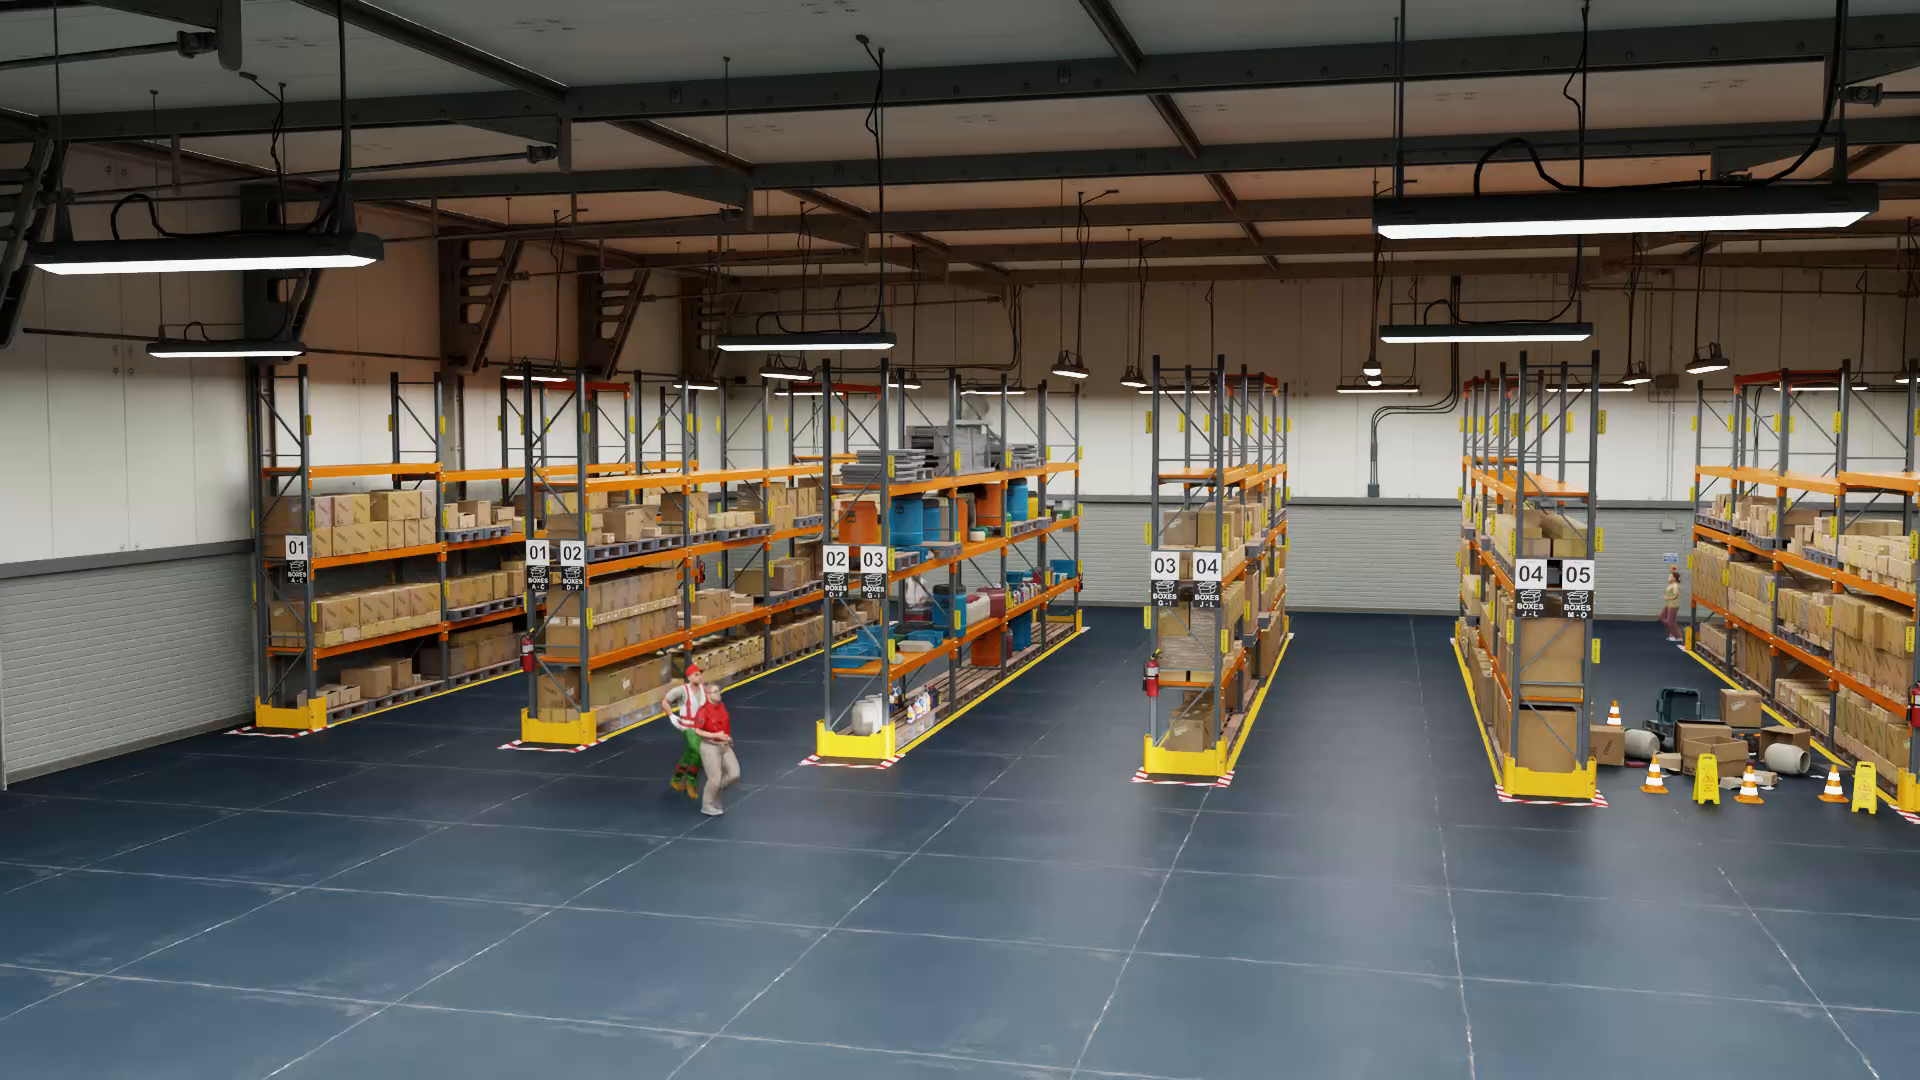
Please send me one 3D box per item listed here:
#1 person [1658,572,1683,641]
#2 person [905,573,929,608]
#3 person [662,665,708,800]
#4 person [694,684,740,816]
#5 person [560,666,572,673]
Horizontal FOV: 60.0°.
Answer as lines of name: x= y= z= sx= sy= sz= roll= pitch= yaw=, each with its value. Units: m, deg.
person: x=16.436 y=1.548 z=38.382 sx=0.549 sy=1.650 sz=0.567 roll=1 pitch=4 yaw=13
person: x=-1.043 y=1.464 z=38.869 sx=0.646 sy=1.726 sz=0.609 roll=0 pitch=4 yaw=2
person: x=-3.624 y=2.574 z=22.442 sx=0.792 sy=1.804 sz=0.636 roll=3 pitch=5 yaw=36
person: x=-3.071 y=2.686 z=21.268 sx=0.602 sy=1.688 sz=0.650 roll=3 pitch=5 yaw=34
person: x=-6.918 y=2.076 z=29.785 sx=0.711 sy=1.764 sz=0.856 roll=0 pitch=4 yaw=5
